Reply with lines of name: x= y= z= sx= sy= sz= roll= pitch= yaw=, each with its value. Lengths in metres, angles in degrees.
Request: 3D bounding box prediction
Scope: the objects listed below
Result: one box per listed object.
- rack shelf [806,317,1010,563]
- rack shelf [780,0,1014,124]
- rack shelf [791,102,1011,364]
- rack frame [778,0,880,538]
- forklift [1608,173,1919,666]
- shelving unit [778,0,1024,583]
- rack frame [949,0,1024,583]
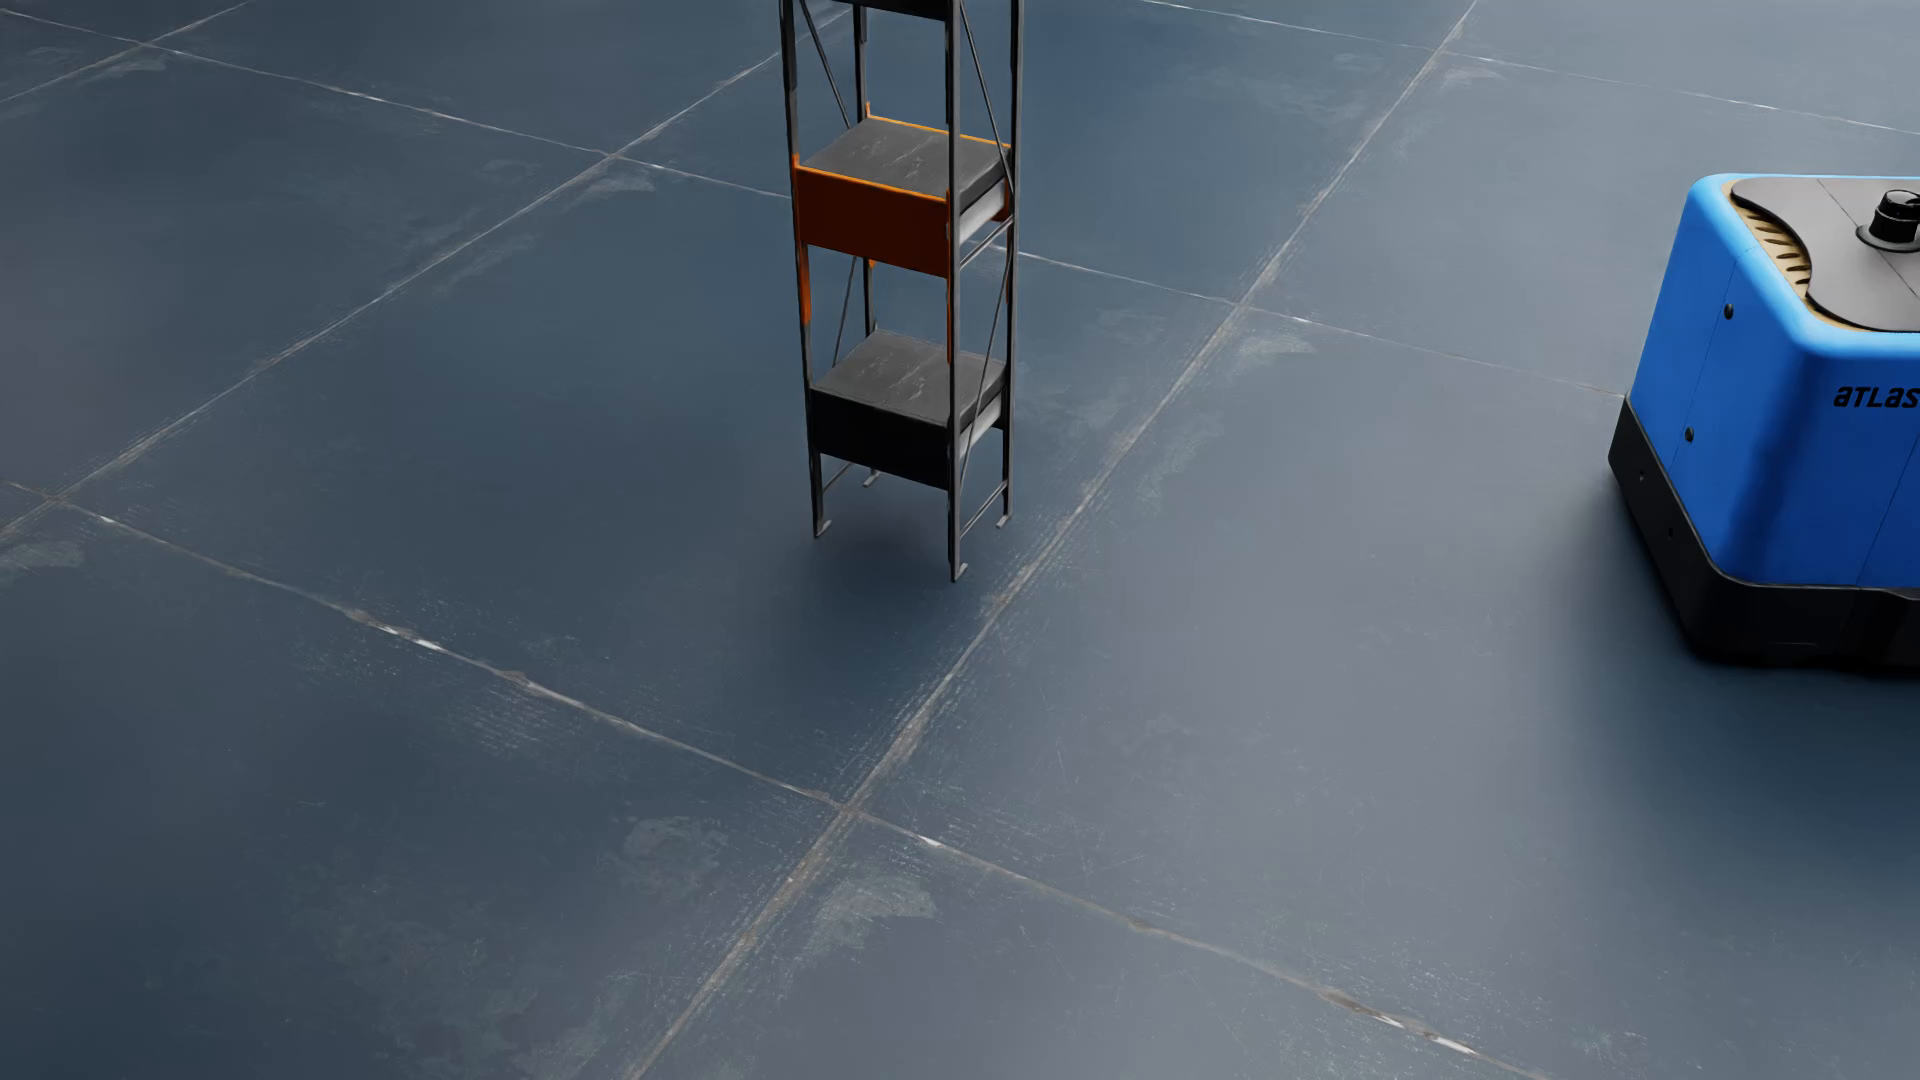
rack shelf: x=-0.147 y=-0.314 z=5.107 sx=0.480 sy=0.518 sz=0.431 roll=17 pitch=41 yaw=21
rack shelf: x=-0.147 y=-1.429 z=4.261 sx=0.480 sy=0.518 sz=0.431 roll=17 pitch=41 yaw=21
rack shelf: x=-0.147 y=-0.872 z=4.684 sx=0.480 sy=0.518 sz=0.431 roll=17 pitch=41 yaw=21
rack frame: x=-0.364 y=-0.950 z=4.765 sx=0.015 sy=2.100 sz=0.400 roll=17 pitch=41 yaw=21
forklift: x=3.627 y=-1.071 z=4.237 sx=3.031 sy=2.935 sz=1.130 roll=2 pitch=37 yaw=2
shelving unit: x=-0.147 y=-0.882 z=4.676 sx=0.503 sy=2.100 sz=0.431 roll=17 pitch=41 yaw=21
rack frame: x=0.070 y=-0.815 z=4.586 sx=0.015 sy=2.100 sz=0.400 roll=17 pitch=41 yaw=21
